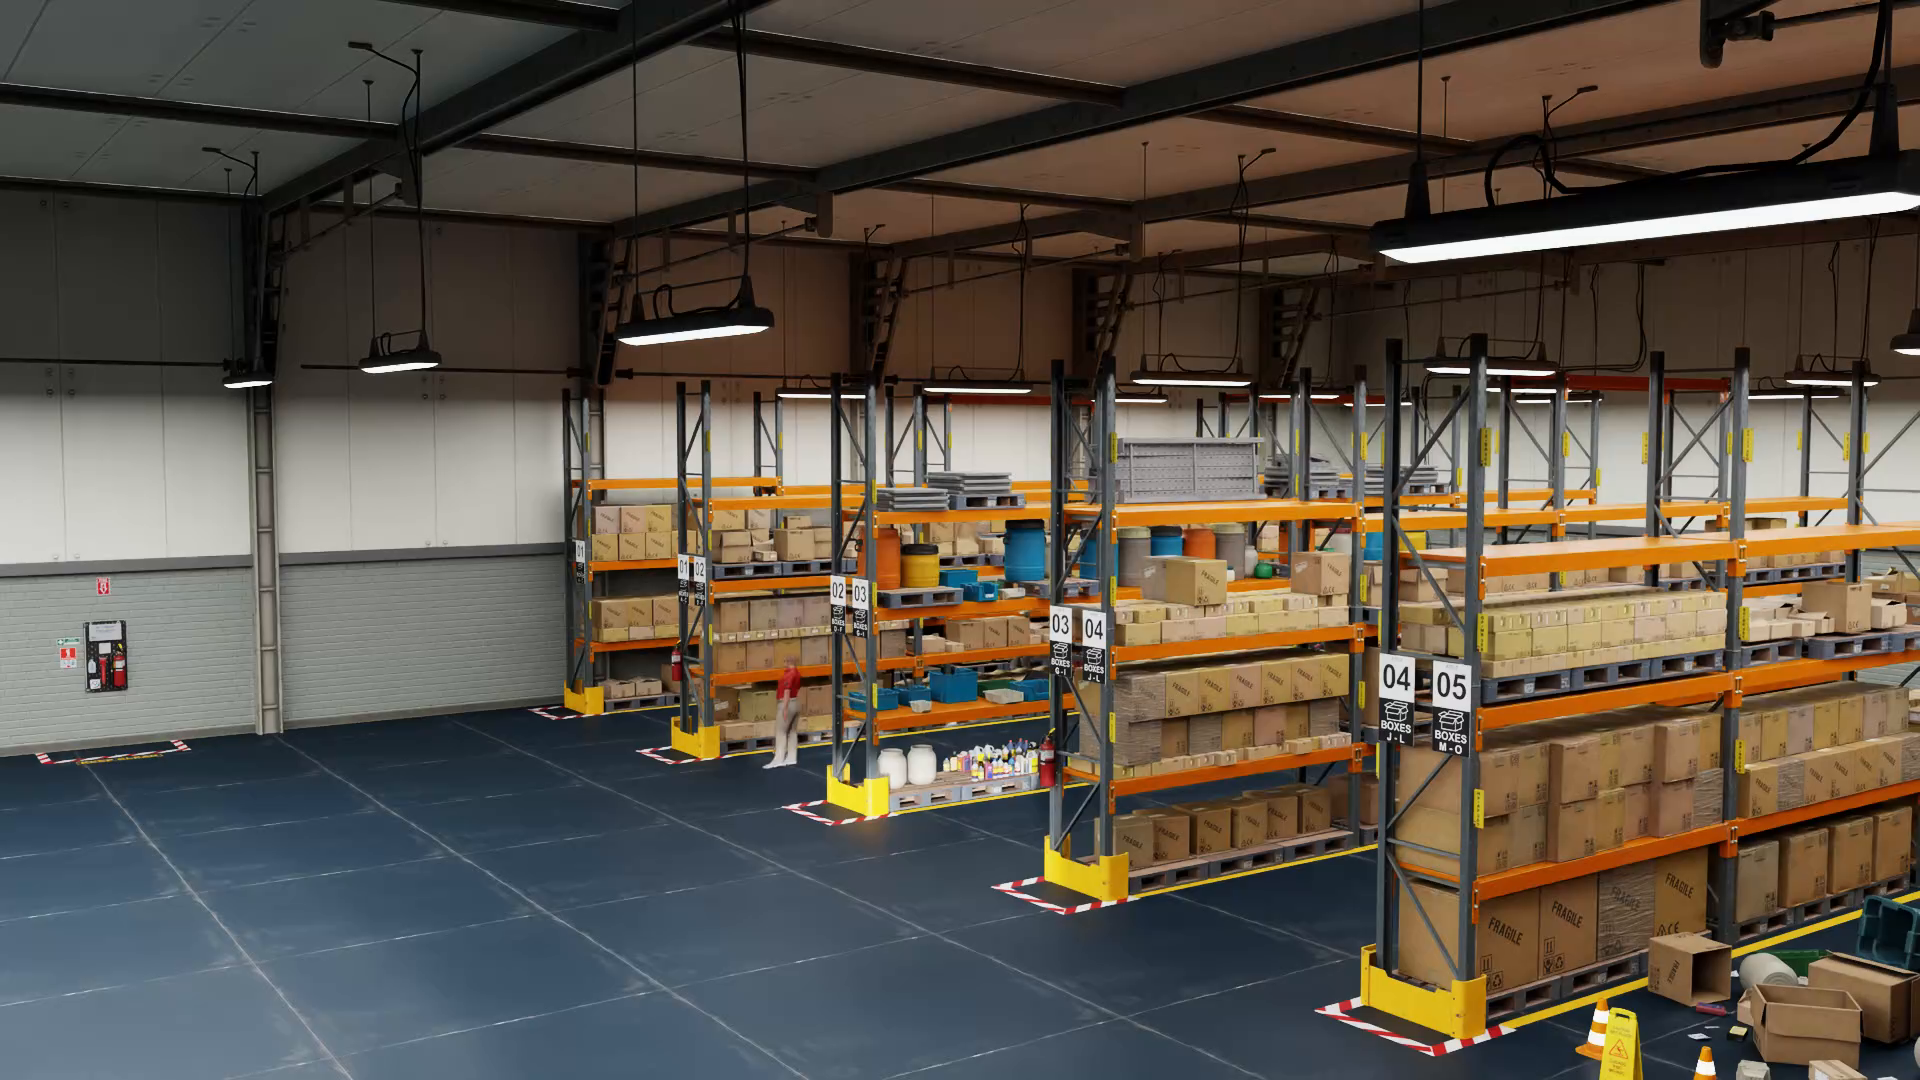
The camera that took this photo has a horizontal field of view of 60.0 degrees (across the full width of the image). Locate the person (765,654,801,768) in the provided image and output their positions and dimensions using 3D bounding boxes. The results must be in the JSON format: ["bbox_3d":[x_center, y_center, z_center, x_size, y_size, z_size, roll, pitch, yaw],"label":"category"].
[{"bbox_3d":[-2.743,2.649,25.860,0.440,1.745,0.643,1,4,16],"label":"person"}]

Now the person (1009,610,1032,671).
[{"bbox_3d":[1.182,2.189,32.852,1.028,1.654,0.632,-2,4,-34],"label":"person"}]
